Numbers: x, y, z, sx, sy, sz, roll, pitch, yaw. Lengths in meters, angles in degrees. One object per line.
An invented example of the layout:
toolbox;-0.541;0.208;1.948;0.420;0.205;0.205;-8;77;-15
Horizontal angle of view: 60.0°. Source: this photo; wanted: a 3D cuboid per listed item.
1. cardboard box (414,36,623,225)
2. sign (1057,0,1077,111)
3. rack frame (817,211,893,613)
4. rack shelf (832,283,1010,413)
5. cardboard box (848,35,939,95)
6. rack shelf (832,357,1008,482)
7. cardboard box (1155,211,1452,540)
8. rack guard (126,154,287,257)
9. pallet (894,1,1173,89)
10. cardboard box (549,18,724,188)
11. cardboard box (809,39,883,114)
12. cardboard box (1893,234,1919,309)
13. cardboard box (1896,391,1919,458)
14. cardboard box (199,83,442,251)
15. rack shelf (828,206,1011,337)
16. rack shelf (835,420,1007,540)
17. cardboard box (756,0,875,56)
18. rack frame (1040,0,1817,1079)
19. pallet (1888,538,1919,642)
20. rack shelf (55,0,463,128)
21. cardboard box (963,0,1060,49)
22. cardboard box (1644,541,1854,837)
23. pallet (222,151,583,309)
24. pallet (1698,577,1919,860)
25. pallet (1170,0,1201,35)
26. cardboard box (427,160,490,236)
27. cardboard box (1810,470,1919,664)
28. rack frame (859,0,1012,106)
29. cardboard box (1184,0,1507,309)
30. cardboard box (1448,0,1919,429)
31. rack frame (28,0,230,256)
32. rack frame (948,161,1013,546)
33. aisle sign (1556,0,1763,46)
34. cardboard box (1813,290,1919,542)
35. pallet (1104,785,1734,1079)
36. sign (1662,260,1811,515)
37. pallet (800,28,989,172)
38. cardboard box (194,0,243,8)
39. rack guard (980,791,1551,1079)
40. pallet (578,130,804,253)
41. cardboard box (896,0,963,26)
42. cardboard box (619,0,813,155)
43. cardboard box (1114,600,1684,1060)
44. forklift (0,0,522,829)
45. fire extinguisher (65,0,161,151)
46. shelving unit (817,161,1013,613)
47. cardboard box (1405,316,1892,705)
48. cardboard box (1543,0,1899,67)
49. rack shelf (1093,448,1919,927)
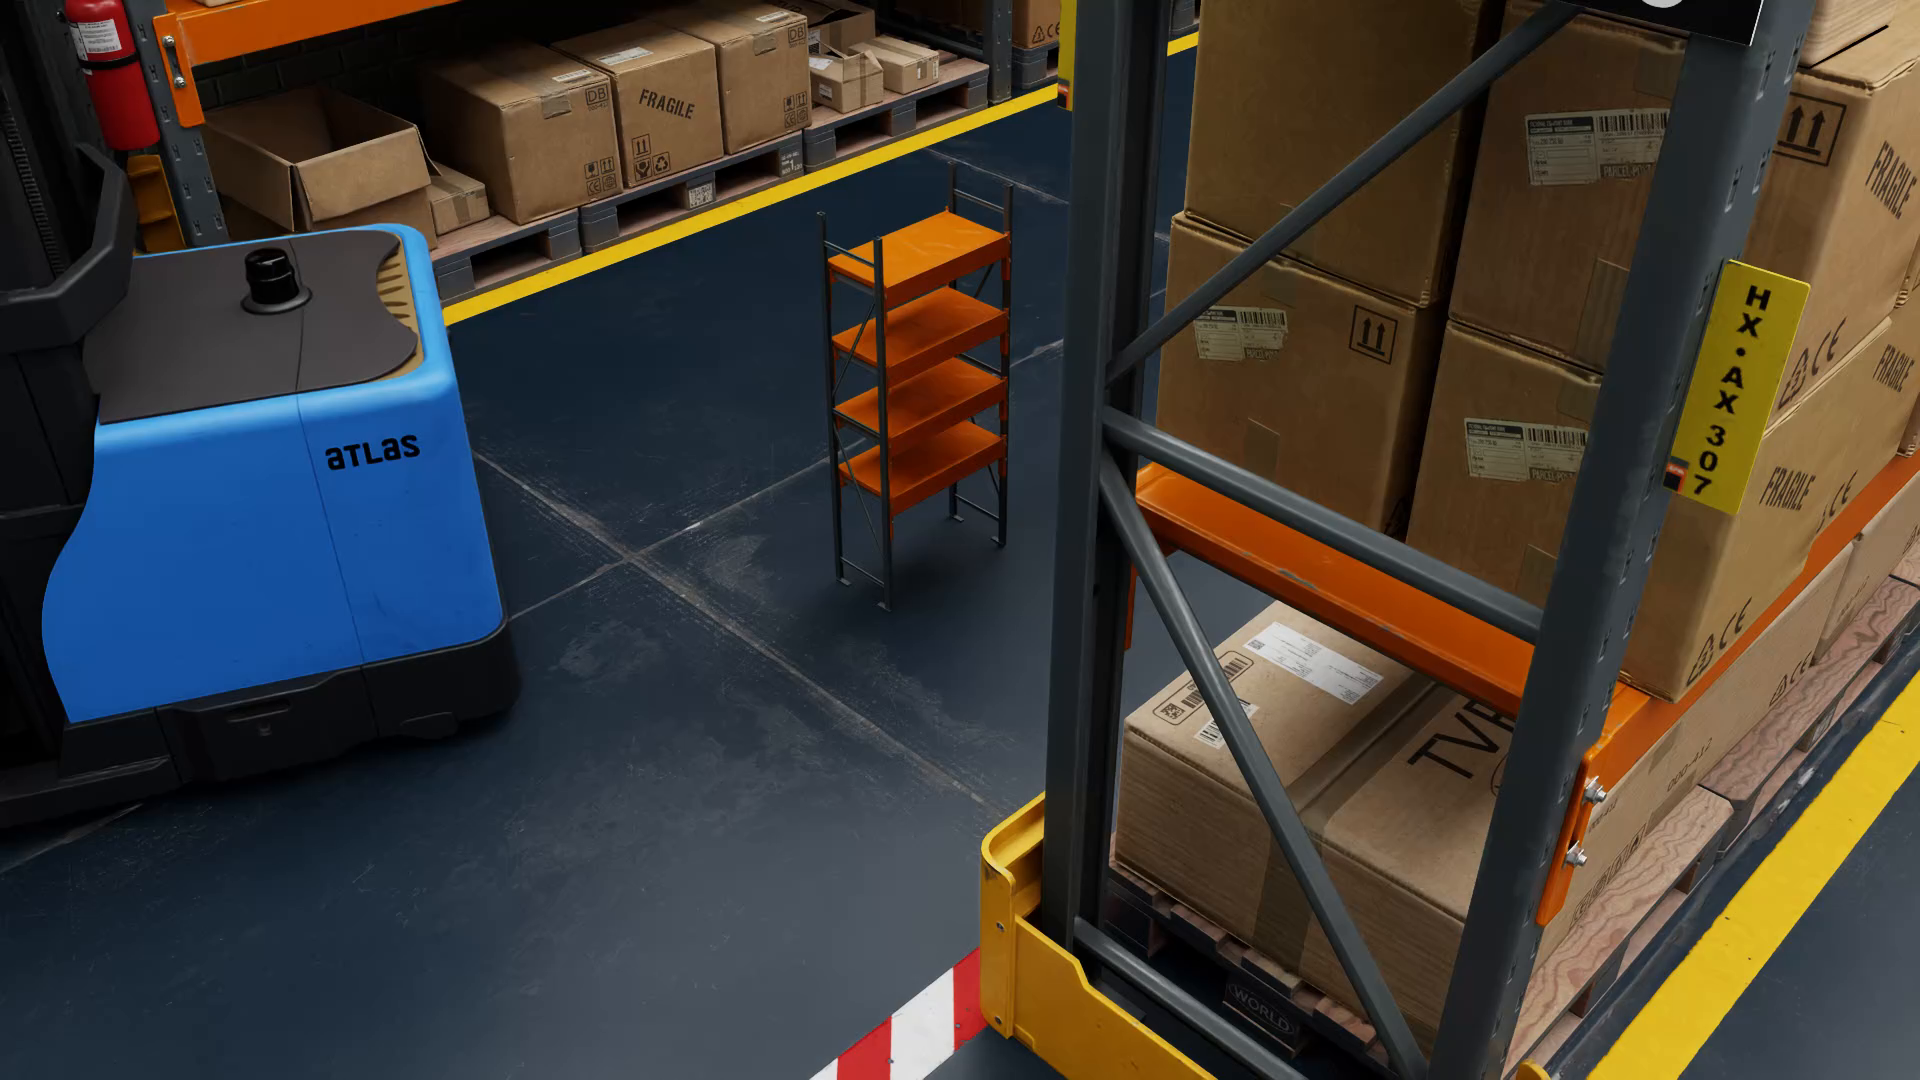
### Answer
cardboard box;-1.827;-1.710;6.898;0.500;0.500;0.700;-28;44;-34
sign;0.195;-0.820;2.584;0.100;0.325;0.005;30;45;35
rack frame;-0.289;-0.326;4.668;0.240;1.200;0.015;30;45;35
rack shelf;-0.117;-0.553;4.721;0.258;0.148;0.480;30;45;35
cardboard box;-0.321;-2.304;8.057;0.380;0.149;0.250;28;44;34
rack shelf;-0.117;-0.370;4.849;0.258;0.148;0.480;30;45;35
cardboard box;0.722;-0.367;3.066;0.500;0.500;0.500;-30;45;-35
rack guard;-2.902;-1.028;6.286;1.175;0.500;0.348;30;45;35
pallet;0.409;-2.847;9.149;1.003;0.211;1.213;30;45;35
cardboard box;-1.384;-1.885;7.148;0.500;0.500;0.500;-29;44;-35
cardboard box;-0.573;-2.207;7.816;0.258;0.266;0.396;-28;44;-34
cardboard box;1.469;-0.767;2.766;0.500;0.500;0.500;28;44;34
cardboard box;1.820;-0.559;3.342;0.500;0.500;0.500;29;44;35
cardboard box;-2.457;-1.381;6.422;0.797;0.503;0.637;28;43;34
rack shelf;-0.117;-0.747;4.586;0.258;0.148;0.480;30;45;35
rack shelf;-0.117;-0.207;4.962;0.258;0.148;0.480;30;45;35
cardboard box;-0.770;-2.542;8.257;0.500;0.311;0.500;-28;44;-34
rack frame;0.570;-0.023;2.661;1.000;3.000;0.127;30;45;35
pallet;2.797;-0.226;5.389;1.003;0.211;1.213;30;45;35
rack shelf;-1.546;-2.539;6.897;1.077;0.370;4.000;30;45;35
cardboard box;0.364;-2.898;8.602;0.500;0.500;0.500;-28;43;-34
cardboard box;1.603;0.172;4.253;0.875;0.438;0.875;-29;44;-34
pallet;-2.341;-1.233;6.834;1.003;0.211;1.213;30;45;35
pallet;1.937;0.272;4.676;1.003;0.211;1.213;30;45;35
pallet;1.269;-3.345;9.862;1.003;0.211;1.213;30;45;35
cardboard box;-2.130;-1.392;6.749;0.380;0.149;0.250;28;43;34
cardboard box;2.239;-0.193;4.777;0.875;0.438;0.875;28;44;34
rack frame;-0.137;-3.646;7.856;1.000;3.000;0.127;30;45;35
cardboard box;0.741;-0.766;2.764;0.500;0.500;0.500;-28;44;-34
cardboard box;1.110;-0.554;2.461;0.500;0.500;0.500;28;44;34
rack frame;-2.955;-2.022;5.527;1.000;3.000;0.127;30;45;35
rack frame;0.055;-0.524;4.952;0.240;1.200;0.015;30;45;35
aisle sign;0.725;-0.943;1.708;0.394;0.787;0.004;30;45;35
cardboard box;1.448;-0.360;3.056;0.500;0.500;0.500;29;44;35
pallet;1.078;0.765;3.969;1.003;0.211;1.213;30;45;35
sign;0.960;-0.185;2.066;0.100;0.325;0.005;30;45;35
pallet;-0.621;-2.224;8.254;1.003;0.211;1.213;30;45;35
cardboard box;-2.529;-1.942;5.632;0.380;0.149;0.250;29;44;35
rack guard;0.553;1.012;3.362;1.175;0.500;0.348;30;45;35
pallet;-1.481;-1.726;7.540;1.003;0.211;1.213;30;45;35
cardboard box;-0.001;-3.111;8.907;0.500;0.500;0.500;29;44;35
cardboard box;-1.096;-2.132;7.503;0.700;0.500;0.500;28;43;34
cardboard box;0.964;0.547;3.716;0.875;0.438;0.875;28;44;34
forklift;-2.771;-0.687;3.672;3.031;2.935;1.130;-11;36;-16
fire extinguisher;-2.731;-1.591;5.303;0.296;0.674;0.183;30;45;35
shelving unit;-0.117;-0.425;4.810;0.258;1.200;0.503;30;45;35
cardboard box;1.112;-0.143;2.746;0.500;0.500;0.500;29;44;35
cardboard box;1.016;-0.773;2.207;0.250;0.149;0.380;-29;44;-35
rack shelf;1.979;-0.540;4.031;1.077;0.370;4.000;30;45;35
